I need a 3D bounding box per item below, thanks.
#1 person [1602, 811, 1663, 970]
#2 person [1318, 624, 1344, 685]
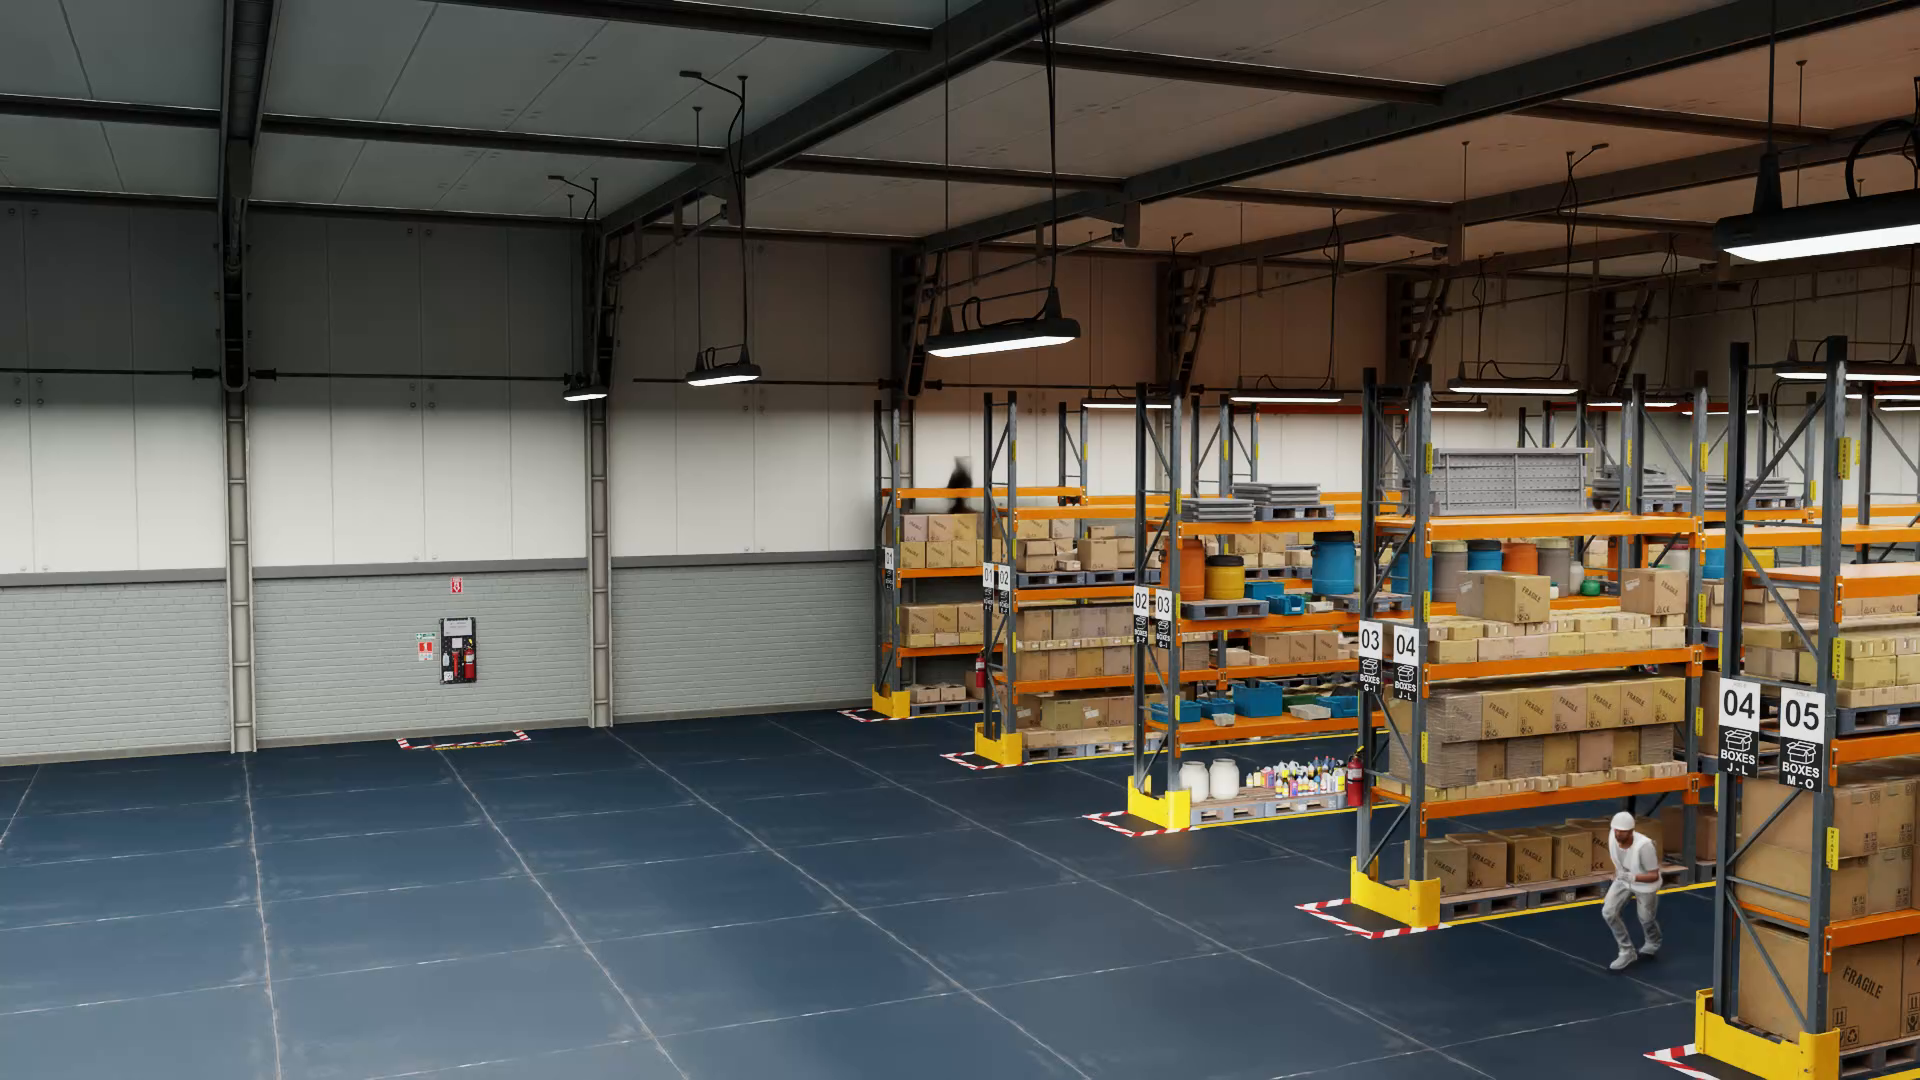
[{"bbox_3d":[6.634,3.397,16.312,1.135,1.576,0.685,-3,4,-39],"label":"person"},{"bbox_3d":[7.452,2.385,33.293,0.695,1.718,0.574,-2,4,-35],"label":"person"}]
